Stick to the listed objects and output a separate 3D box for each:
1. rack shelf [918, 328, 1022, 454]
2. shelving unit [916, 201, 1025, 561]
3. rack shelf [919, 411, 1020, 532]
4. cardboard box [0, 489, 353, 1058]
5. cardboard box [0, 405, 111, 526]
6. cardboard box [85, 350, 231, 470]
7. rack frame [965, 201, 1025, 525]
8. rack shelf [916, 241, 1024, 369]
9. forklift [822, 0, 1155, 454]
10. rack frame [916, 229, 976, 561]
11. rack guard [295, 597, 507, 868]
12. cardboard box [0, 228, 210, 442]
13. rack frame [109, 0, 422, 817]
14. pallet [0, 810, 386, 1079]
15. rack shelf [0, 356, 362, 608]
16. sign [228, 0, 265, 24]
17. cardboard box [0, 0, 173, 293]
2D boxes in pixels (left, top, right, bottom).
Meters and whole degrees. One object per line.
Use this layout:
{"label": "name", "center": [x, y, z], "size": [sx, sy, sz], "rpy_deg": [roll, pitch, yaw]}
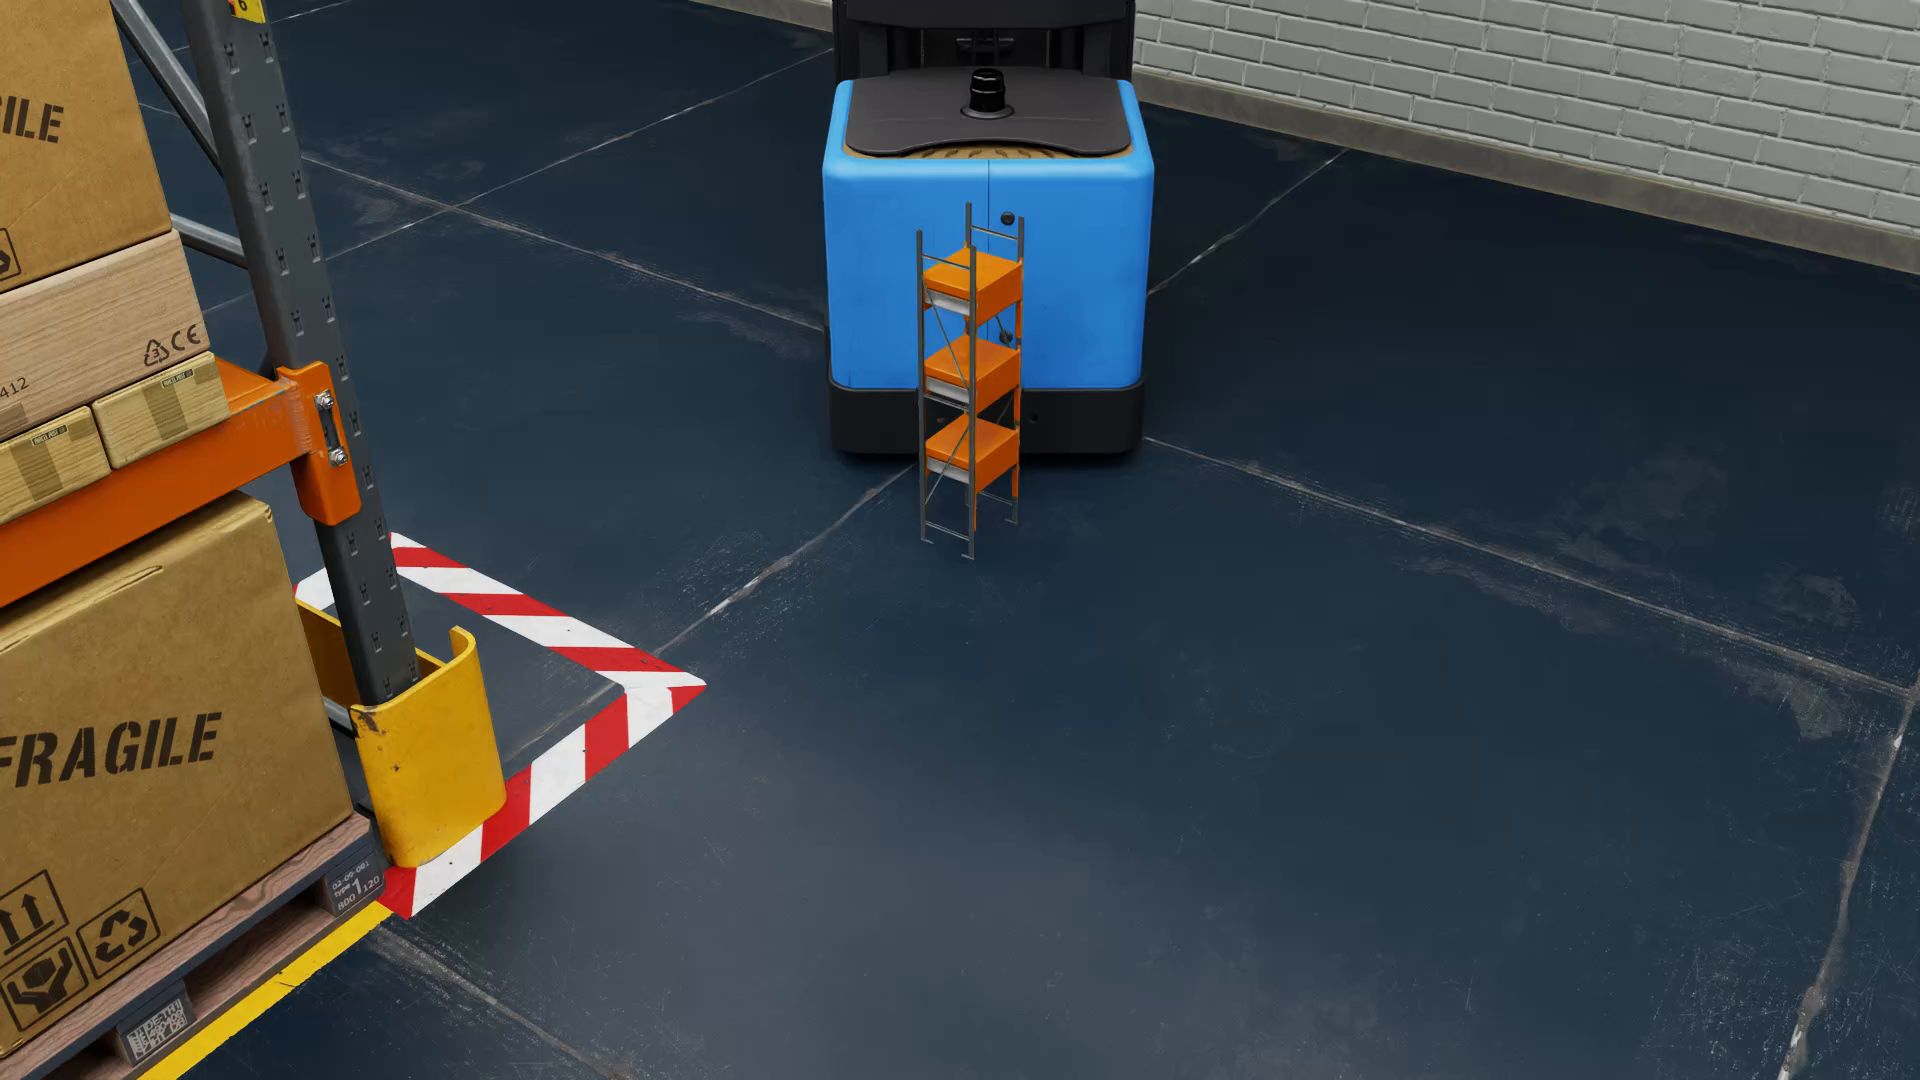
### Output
{"label": "rack shelf", "center": [0.031, -0.451, 4.998], "size": [0.215, 0.259, 0.240], "rpy_deg": [21, 39, 28]}
{"label": "shelving unit", "center": [0.031, -0.460, 4.992], "size": [0.215, 1.050, 0.252], "rpy_deg": [21, 39, 28]}
{"label": "rack shelf", "center": [0.031, -0.221, 5.154], "size": [0.215, 0.259, 0.240], "rpy_deg": [21, 39, 28]}
{"label": "cardboard box", "center": [-2.028, 0.346, 3.583], "size": [0.875, 0.875, 0.875], "rpy_deg": [21, 39, 28]}
{"label": "cardboard box", "center": [-1.808, -0.187, 3.073], "size": [0.380, 0.149, 0.250], "rpy_deg": [22, 40, 29]}
{"label": "cardboard box", "center": [-1.661, -0.307, 3.251], "size": [0.380, 0.149, 0.250], "rpy_deg": [22, 40, 29]}
{"label": "rack frame", "center": [0.100, -0.516, 5.075], "size": [0.200, 1.050, 0.008], "rpy_deg": [21, 39, 28]}
{"label": "rack shelf", "center": [0.031, -0.686, 4.839], "size": [0.215, 0.259, 0.240], "rpy_deg": [21, 39, 28]}
{"label": "forklift", "center": [0.084, -2.290, 6.020], "size": [1.130, 2.935, 3.031], "rpy_deg": [0, 34, 0]}
{"label": "rack frame", "center": [-0.039, -0.403, 4.909], "size": [0.200, 1.050, 0.008], "rpy_deg": [21, 39, 28]}
{"label": "rack guard", "center": [-1.715, 0.344, 4.295], "size": [1.175, 0.500, 0.348], "rpy_deg": [21, 39, 28]}
{"label": "cardboard box", "center": [-1.787, -0.434, 3.082], "size": [0.500, 0.250, 0.500], "rpy_deg": [21, 39, 27]}
{"label": "rack frame", "center": [-1.729, -0.680, 3.578], "size": [1.000, 3.000, 0.127], "rpy_deg": [21, 39, 28]}
{"label": "pallet", "center": [-2.120, 0.868, 3.778], "size": [1.003, 0.211, 1.213], "rpy_deg": [21, 39, 28]}
{"label": "rack shelf", "center": [-2.869, 0.538, 2.419], "size": [1.077, 0.370, 4.000], "rpy_deg": [21, 39, 28]}
{"label": "sign", "center": [-1.291, -1.078, 2.922], "size": [0.100, 0.325, 0.005], "rpy_deg": [21, 39, 28]}
{"label": "cardboard box", "center": [-1.791, -0.744, 2.871], "size": [0.500, 0.500, 0.500], "rpy_deg": [22, 40, 29]}
